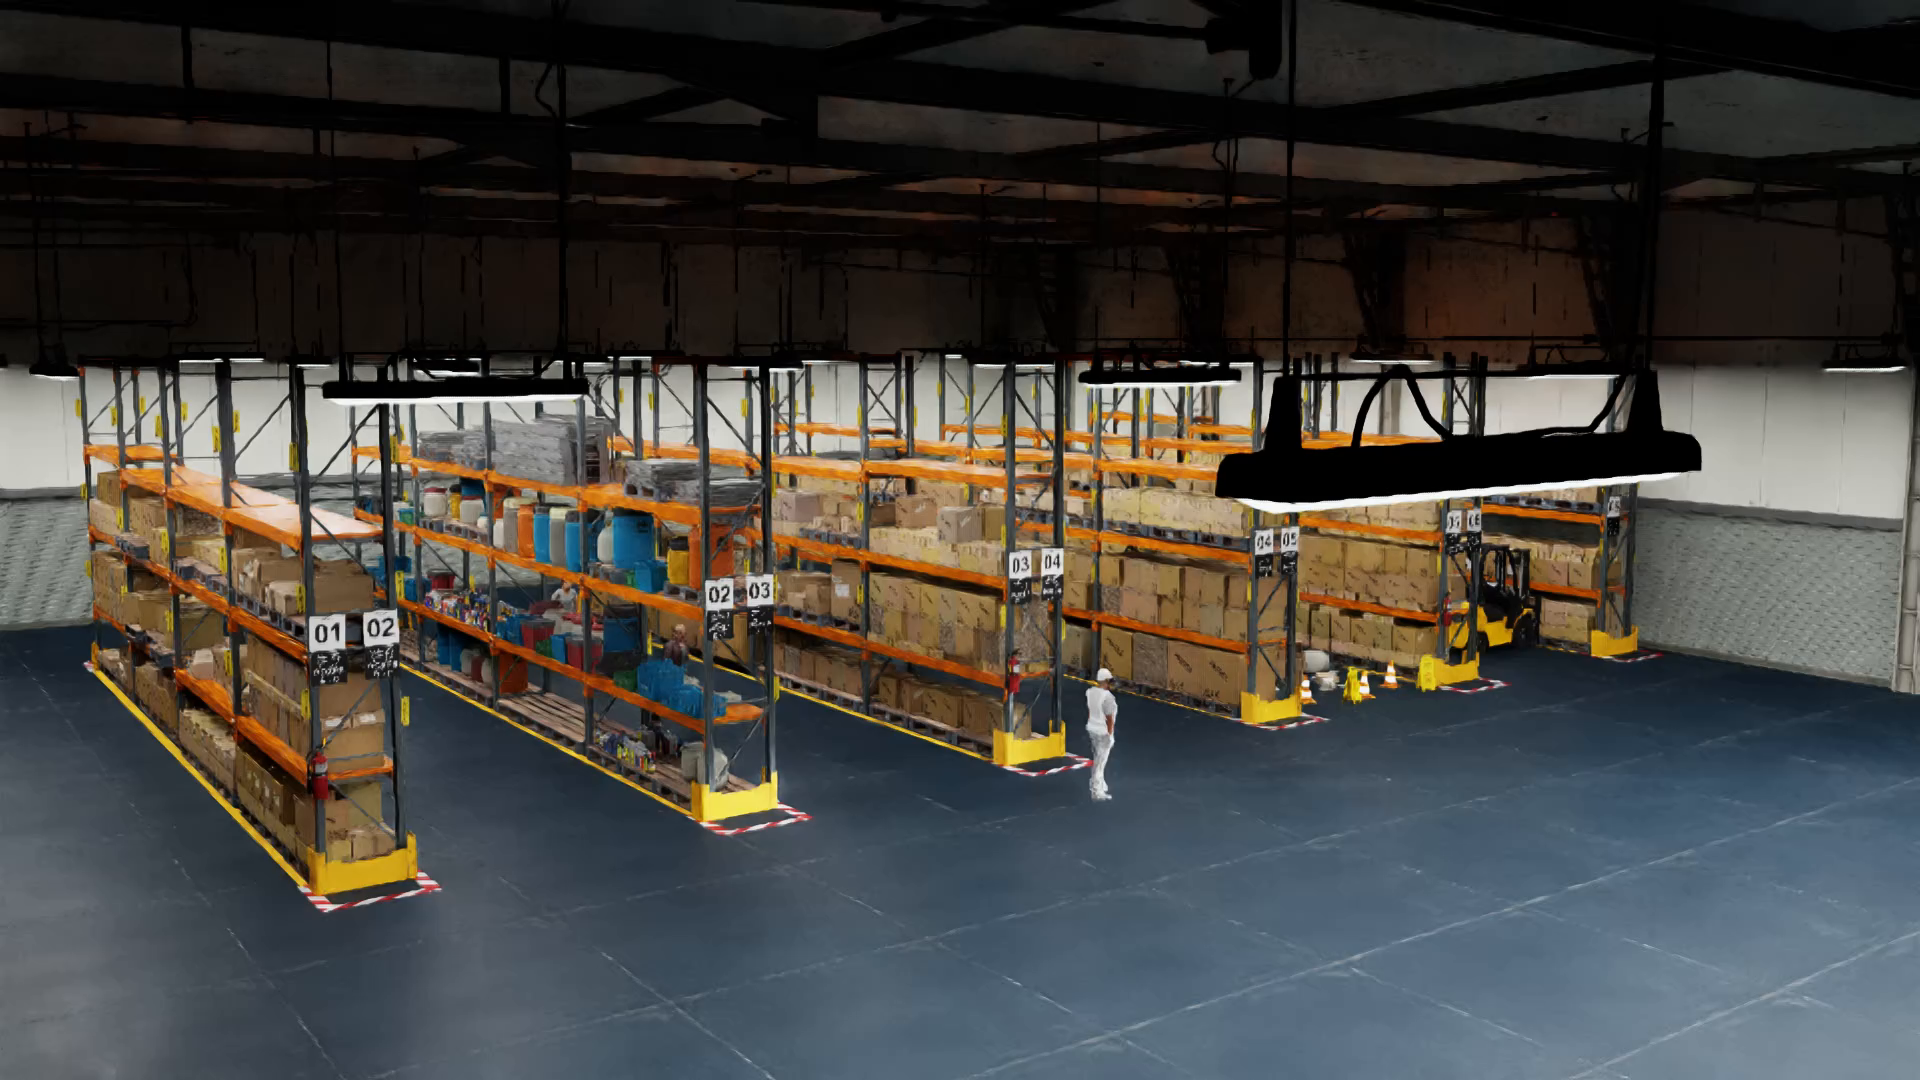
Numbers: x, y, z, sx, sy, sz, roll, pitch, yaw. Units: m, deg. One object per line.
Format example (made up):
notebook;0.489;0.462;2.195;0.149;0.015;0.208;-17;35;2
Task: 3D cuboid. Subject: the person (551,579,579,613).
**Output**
person;-7.912;1.506;33.270;0.580;1.619;0.507;-5;9;-37

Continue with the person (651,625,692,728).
person;-4.620;2.202;26.999;0.904;1.712;0.735;5;9;38

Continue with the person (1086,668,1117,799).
person;1.963;2.658;23.010;0.509;1.785;0.661;-3;8;-26
